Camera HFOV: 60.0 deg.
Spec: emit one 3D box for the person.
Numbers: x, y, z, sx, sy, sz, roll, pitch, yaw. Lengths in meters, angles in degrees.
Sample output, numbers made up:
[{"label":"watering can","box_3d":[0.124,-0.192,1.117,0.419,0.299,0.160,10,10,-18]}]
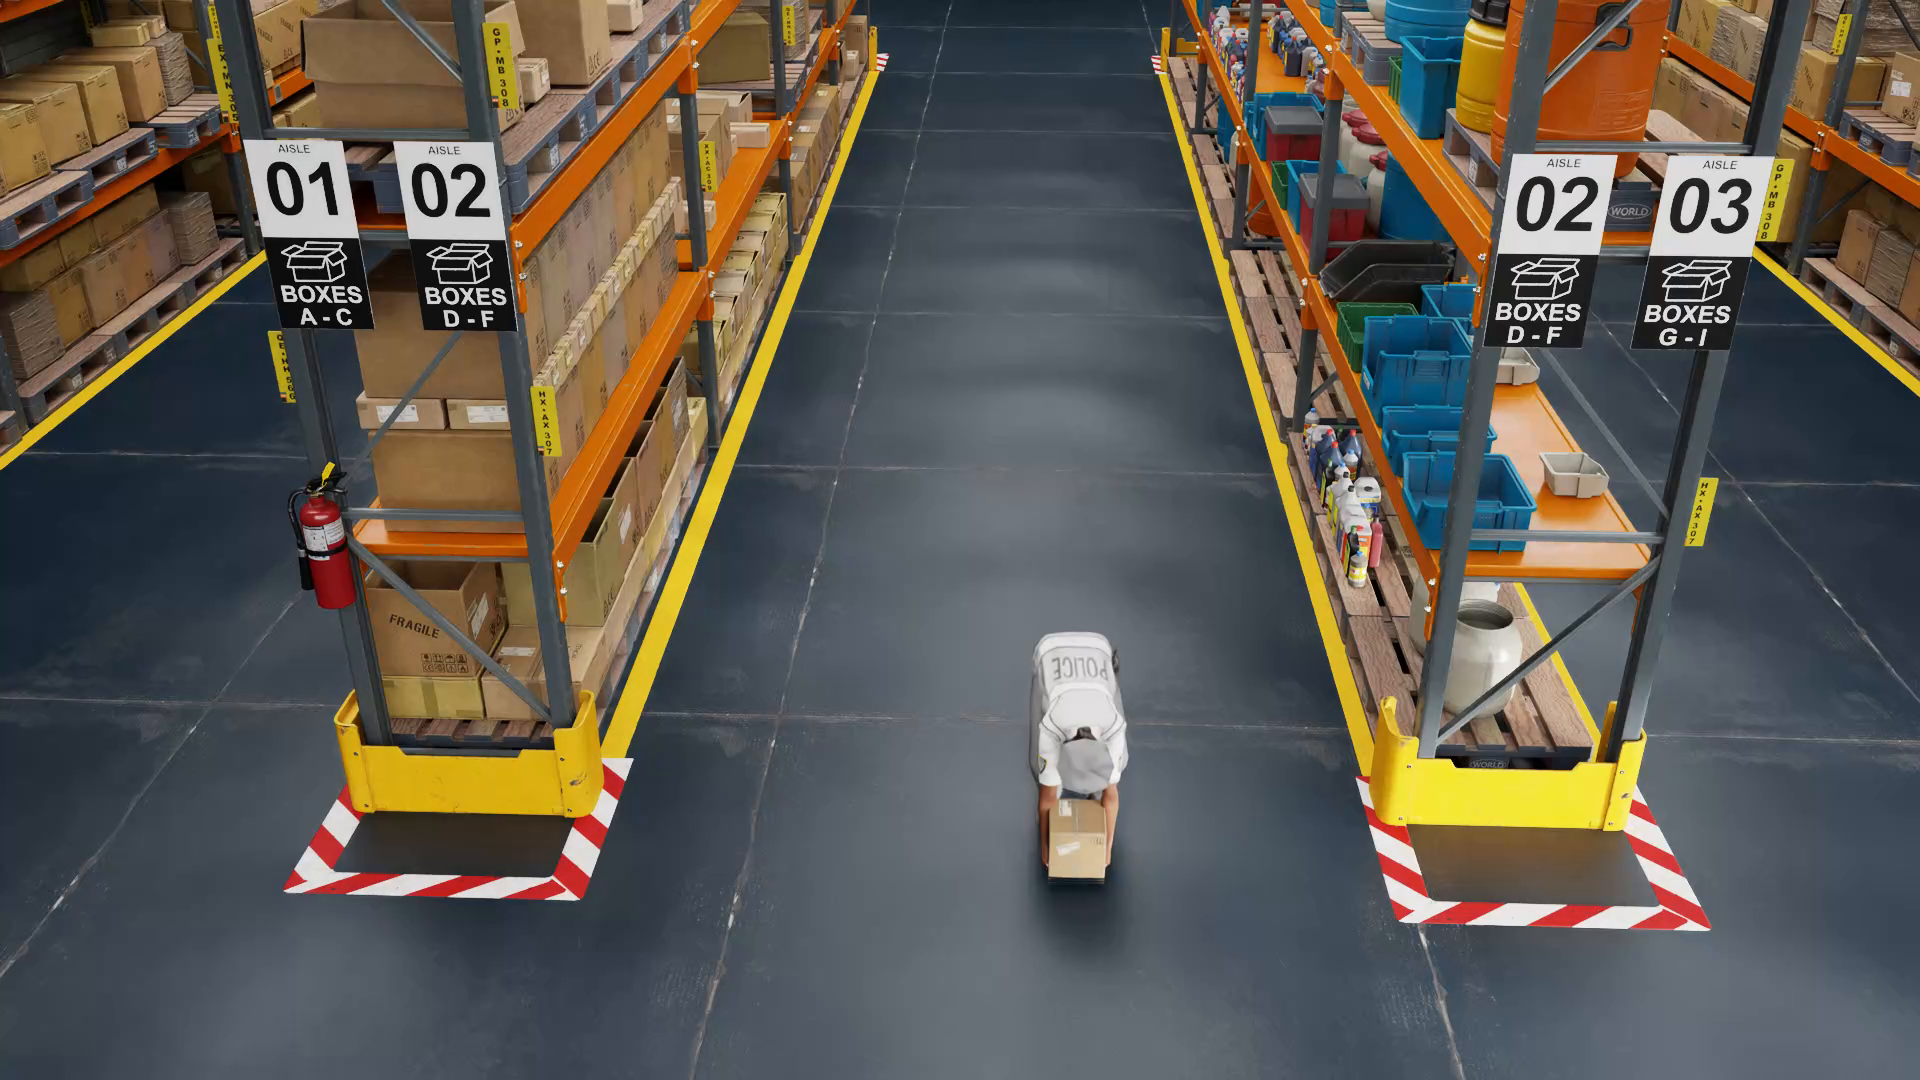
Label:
[{"label":"person","box_3d":[0.543,0.964,7.606,0.456,0.922,0.907,0,28,-1]}]
